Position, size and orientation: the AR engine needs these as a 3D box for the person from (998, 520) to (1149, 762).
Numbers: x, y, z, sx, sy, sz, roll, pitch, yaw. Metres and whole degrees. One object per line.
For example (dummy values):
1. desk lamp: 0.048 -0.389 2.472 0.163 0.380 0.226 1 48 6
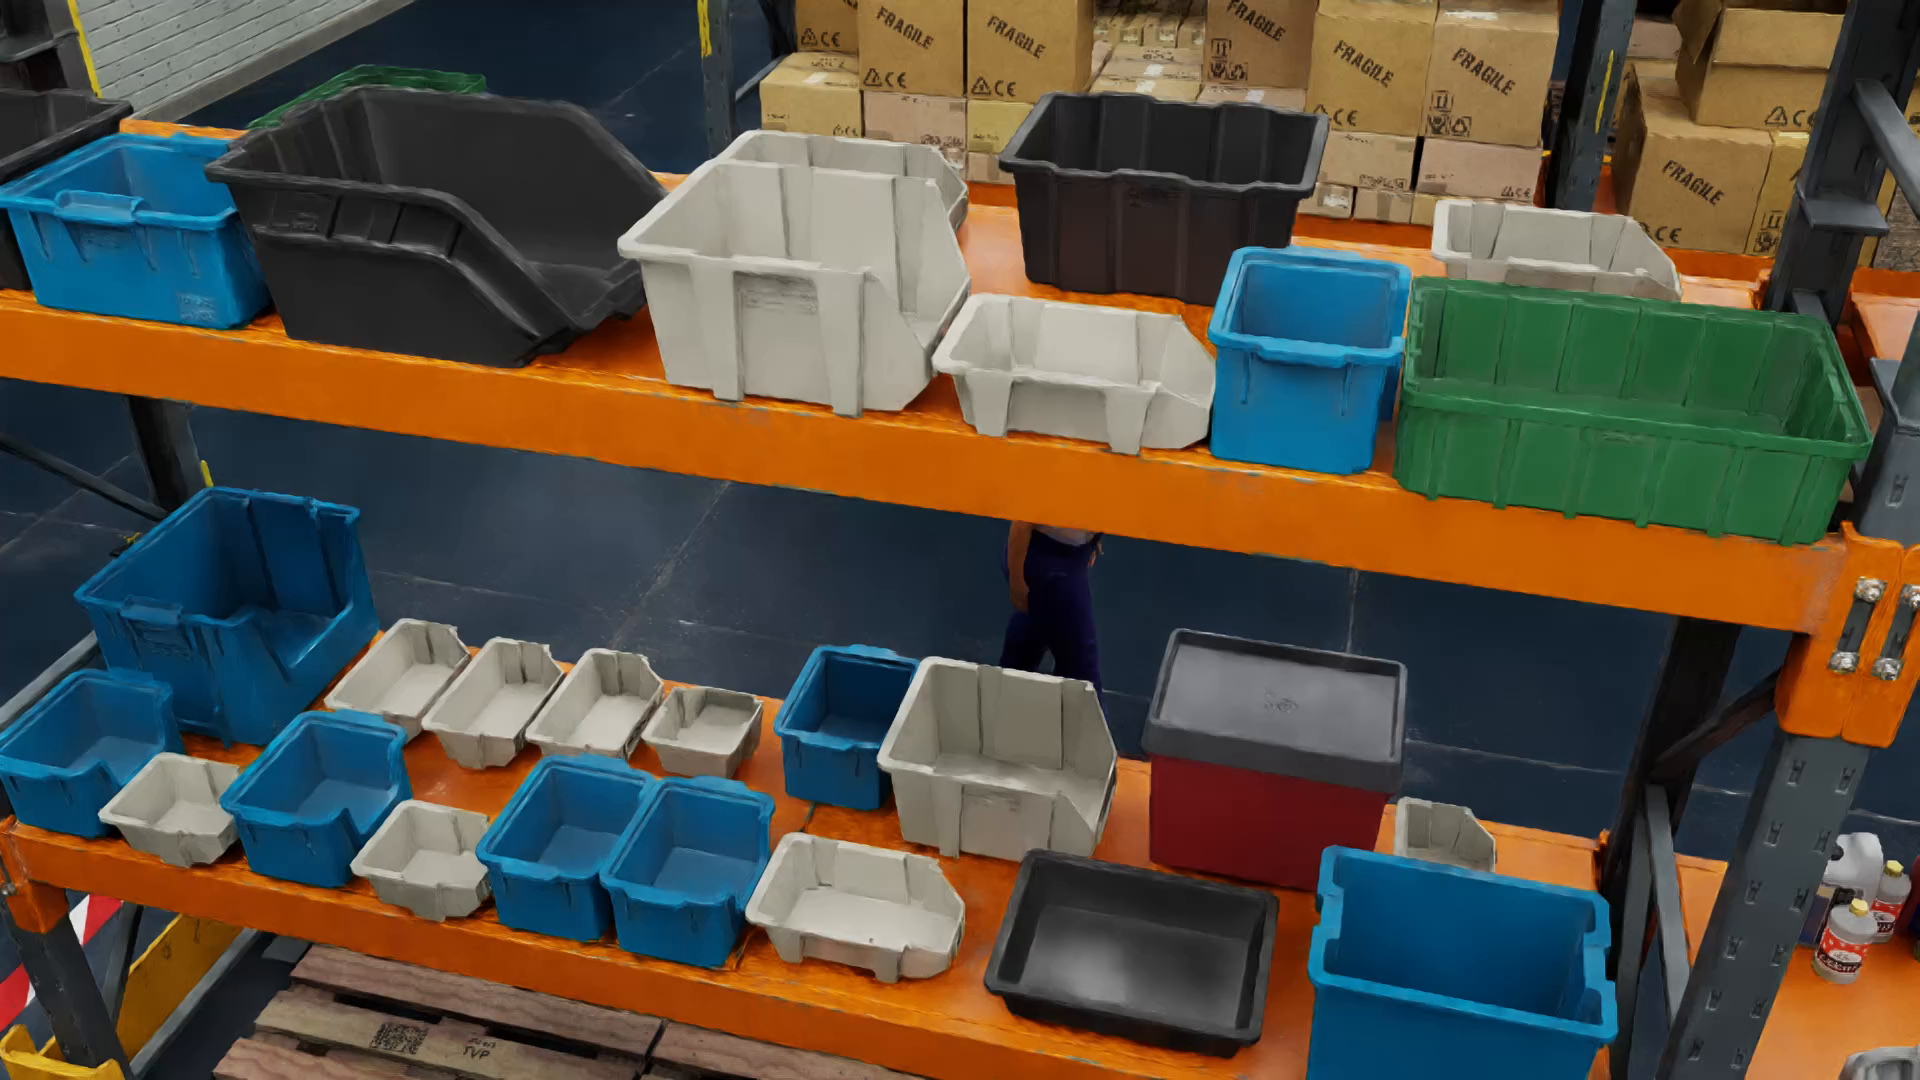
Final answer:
1. person: 0.449 0.074 6.036 0.751 1.629 0.478 13 35 18
